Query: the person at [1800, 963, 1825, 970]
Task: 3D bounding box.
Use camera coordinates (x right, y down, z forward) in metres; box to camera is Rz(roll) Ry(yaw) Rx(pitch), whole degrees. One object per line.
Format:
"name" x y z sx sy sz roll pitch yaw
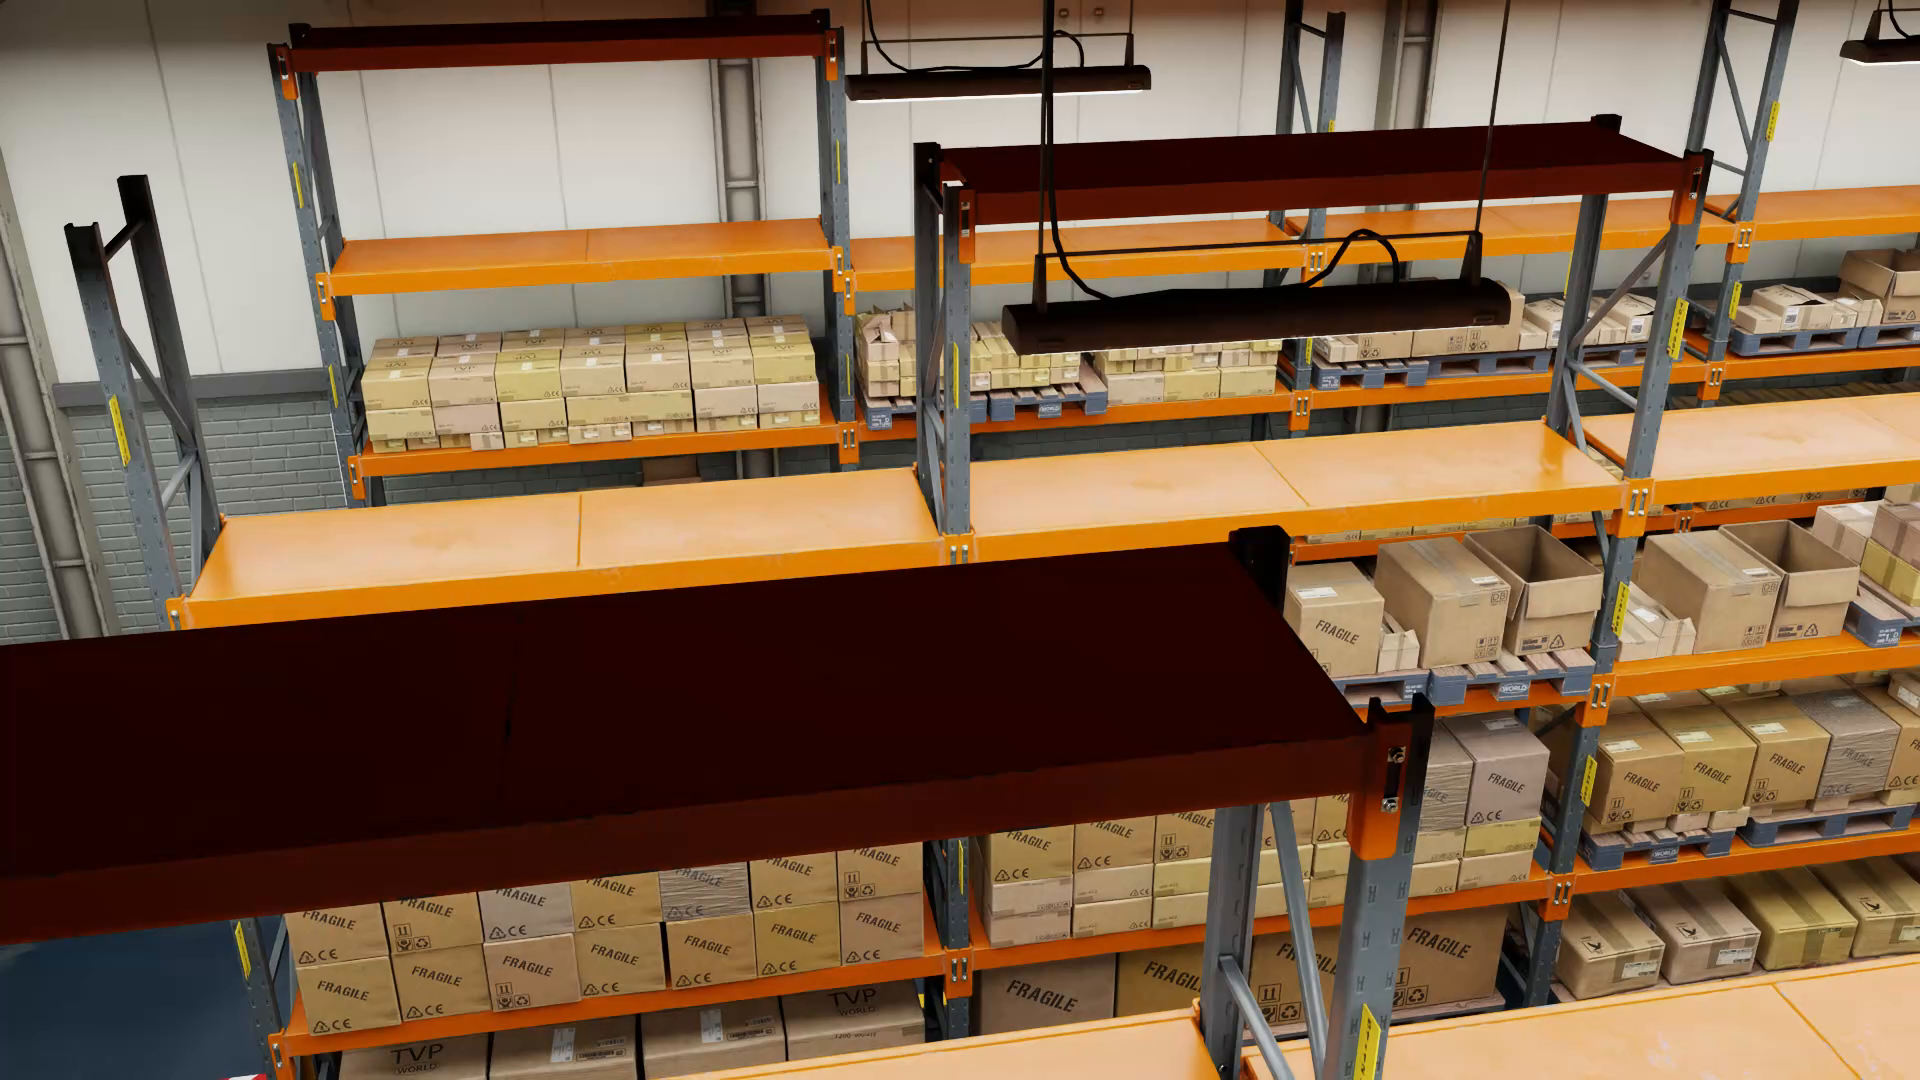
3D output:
"person" 4.947 3.173 9.894 0.841 1.579 0.371 -10 27 -19
